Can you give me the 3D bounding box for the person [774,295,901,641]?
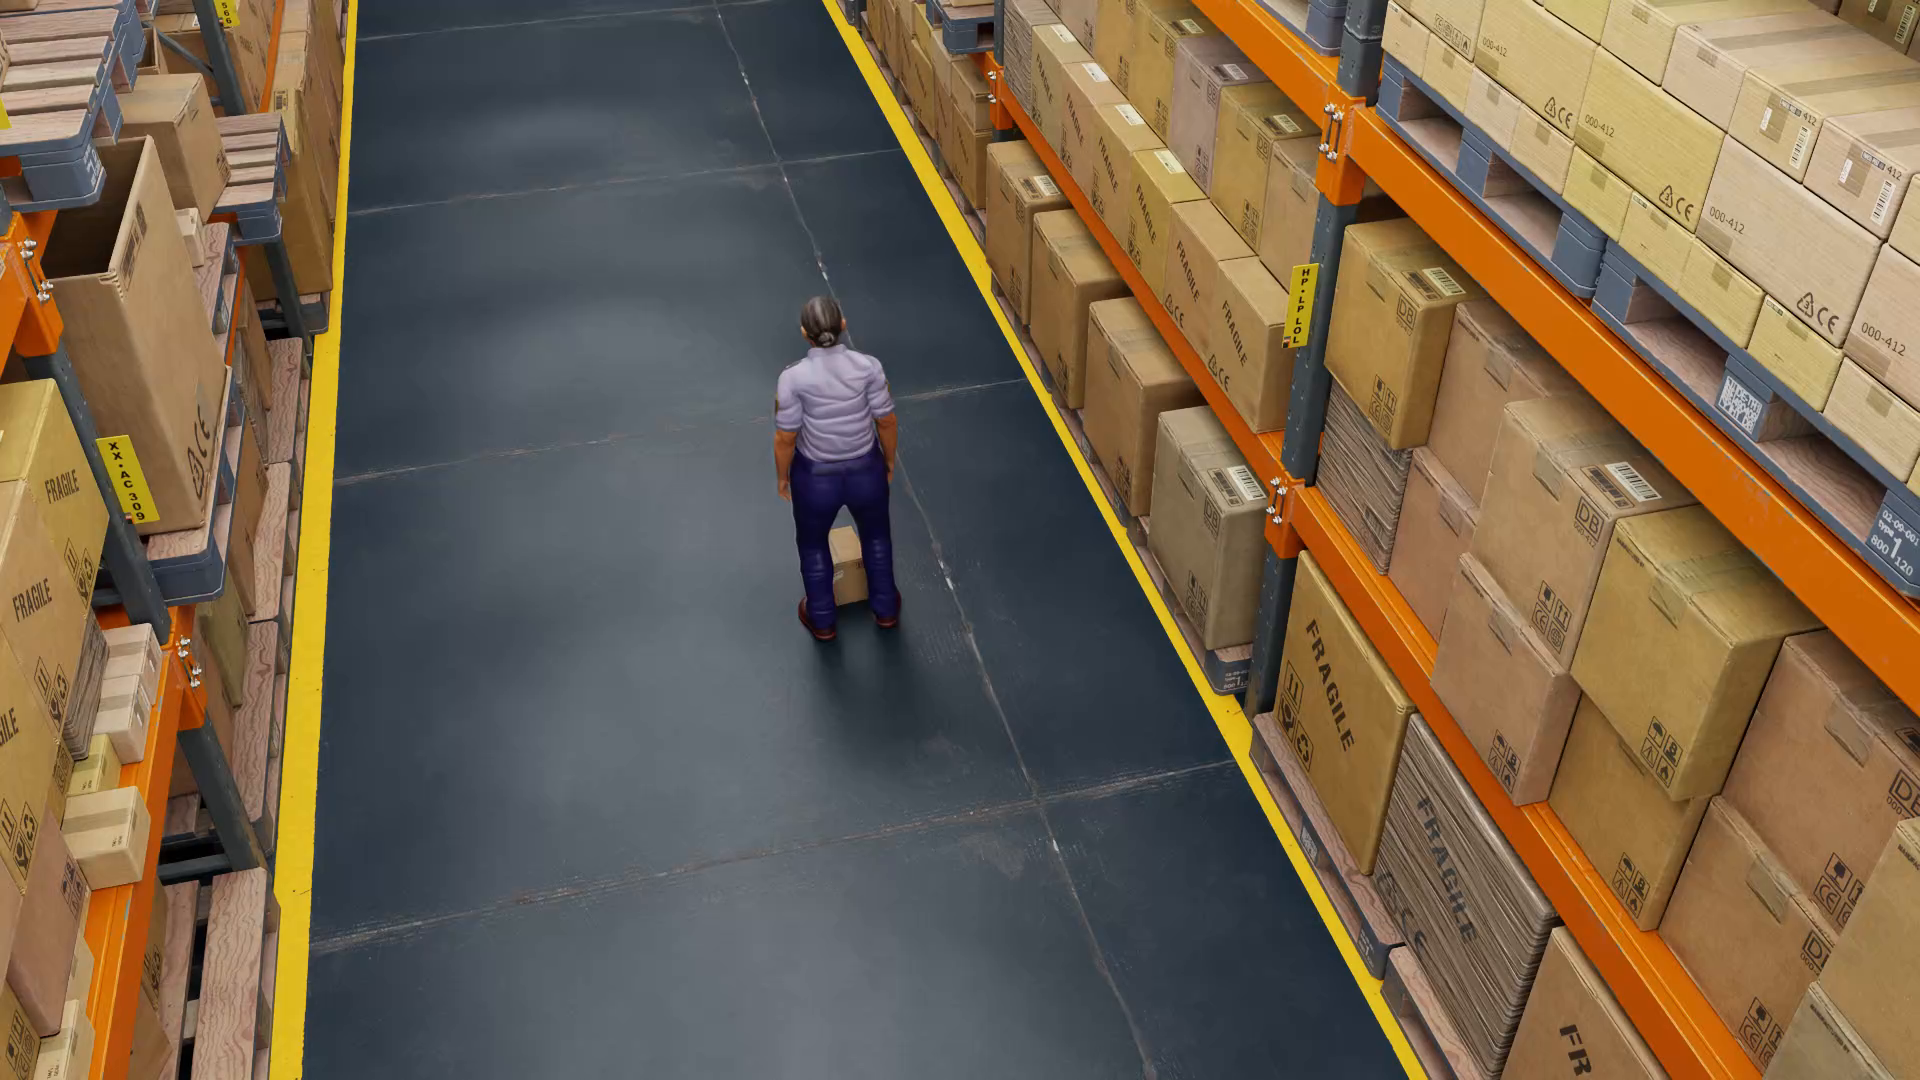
[{"bbox_3d":[-0.512,-0.279,7.071,0.542,1.652,0.368,-10,39,-12],"label":"person"}]
